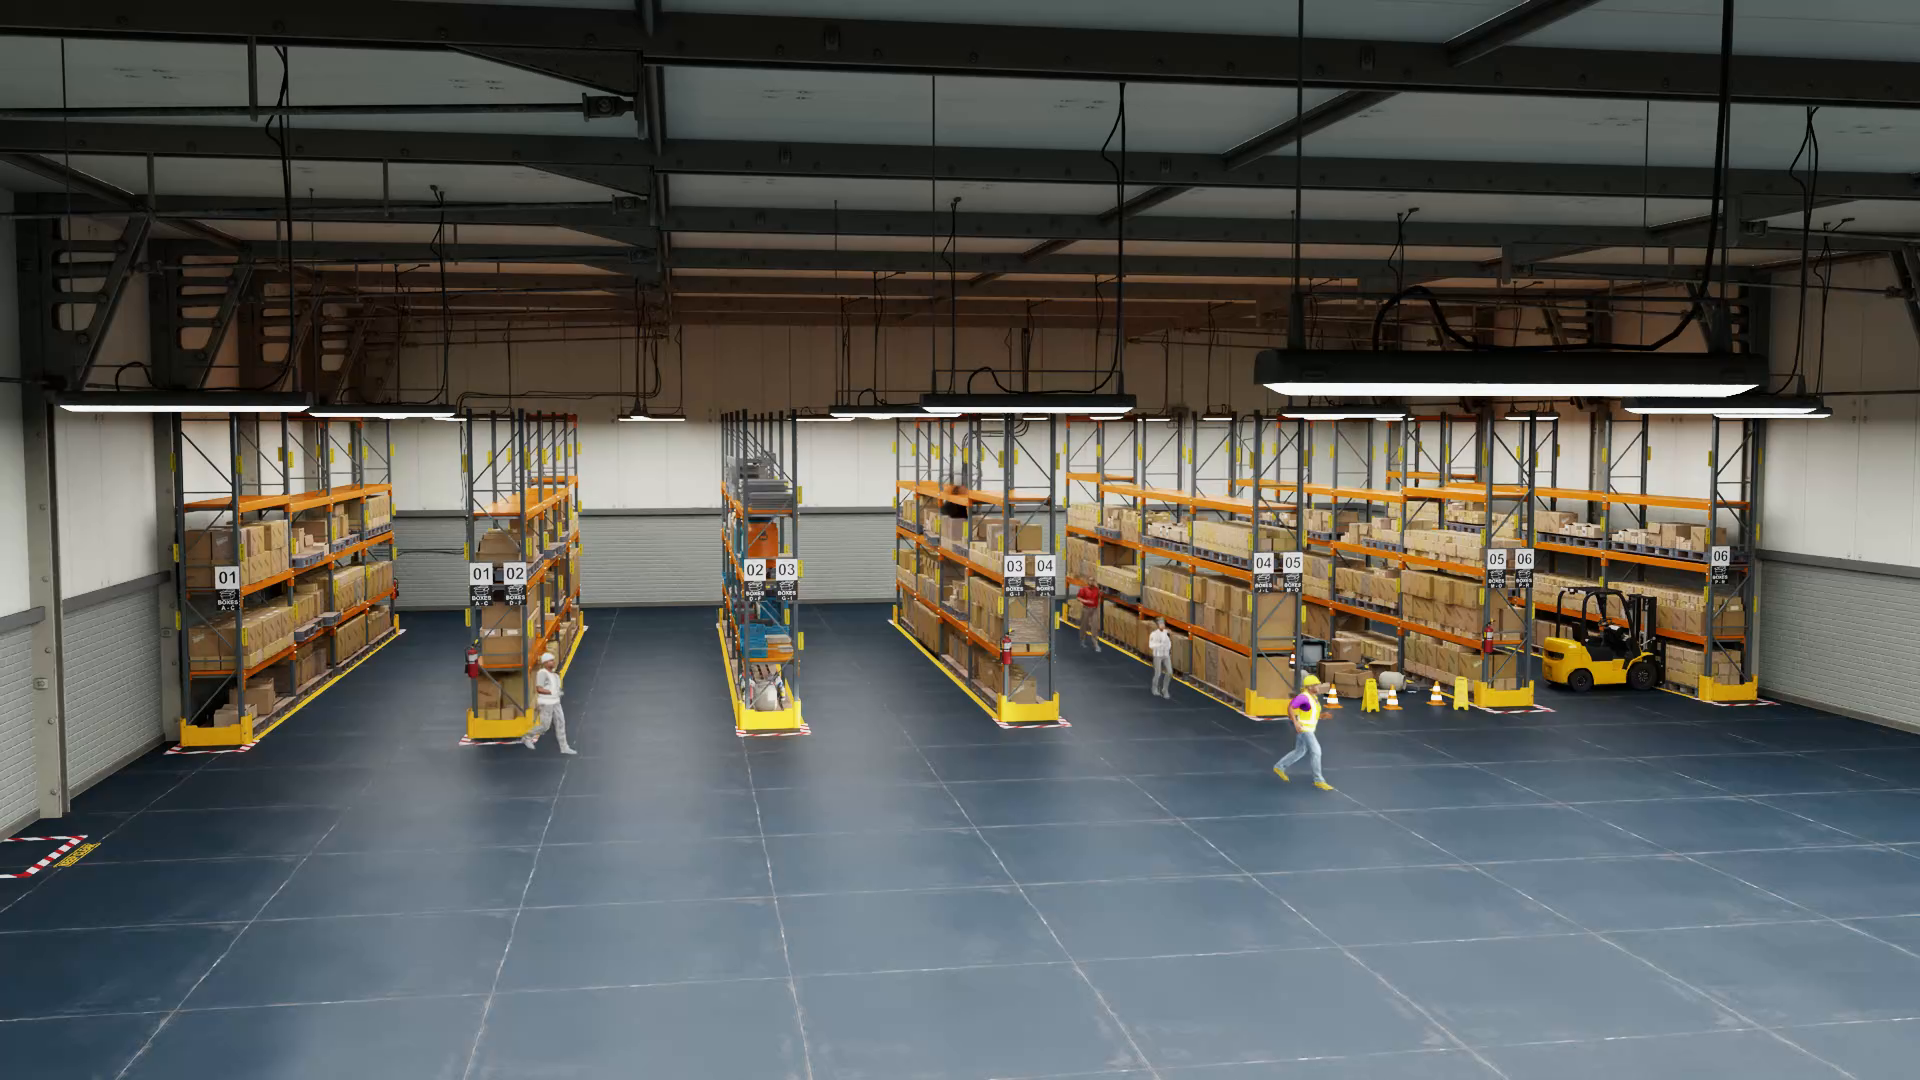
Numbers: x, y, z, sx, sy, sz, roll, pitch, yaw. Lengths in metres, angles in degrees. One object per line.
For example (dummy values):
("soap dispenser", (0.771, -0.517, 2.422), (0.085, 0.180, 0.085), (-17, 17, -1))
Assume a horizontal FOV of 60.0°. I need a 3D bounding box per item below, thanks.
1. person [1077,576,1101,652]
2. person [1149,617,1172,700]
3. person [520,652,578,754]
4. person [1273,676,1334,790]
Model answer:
("person", (3.115, 1.777, 40.236), (0.646, 1.803, 0.783), (-1, 4, -19))
("person", (4.210, 2.460, 34.655), (0.592, 1.734, 0.683), (-1, 4, -17))
("person", (-7.093, 2.817, 28.651), (1.004, 1.770, 0.695), (1, 4, 12))
("person", (5.414, 3.014, 26.203), (0.972, 1.780, 0.643), (1, 4, 20))
